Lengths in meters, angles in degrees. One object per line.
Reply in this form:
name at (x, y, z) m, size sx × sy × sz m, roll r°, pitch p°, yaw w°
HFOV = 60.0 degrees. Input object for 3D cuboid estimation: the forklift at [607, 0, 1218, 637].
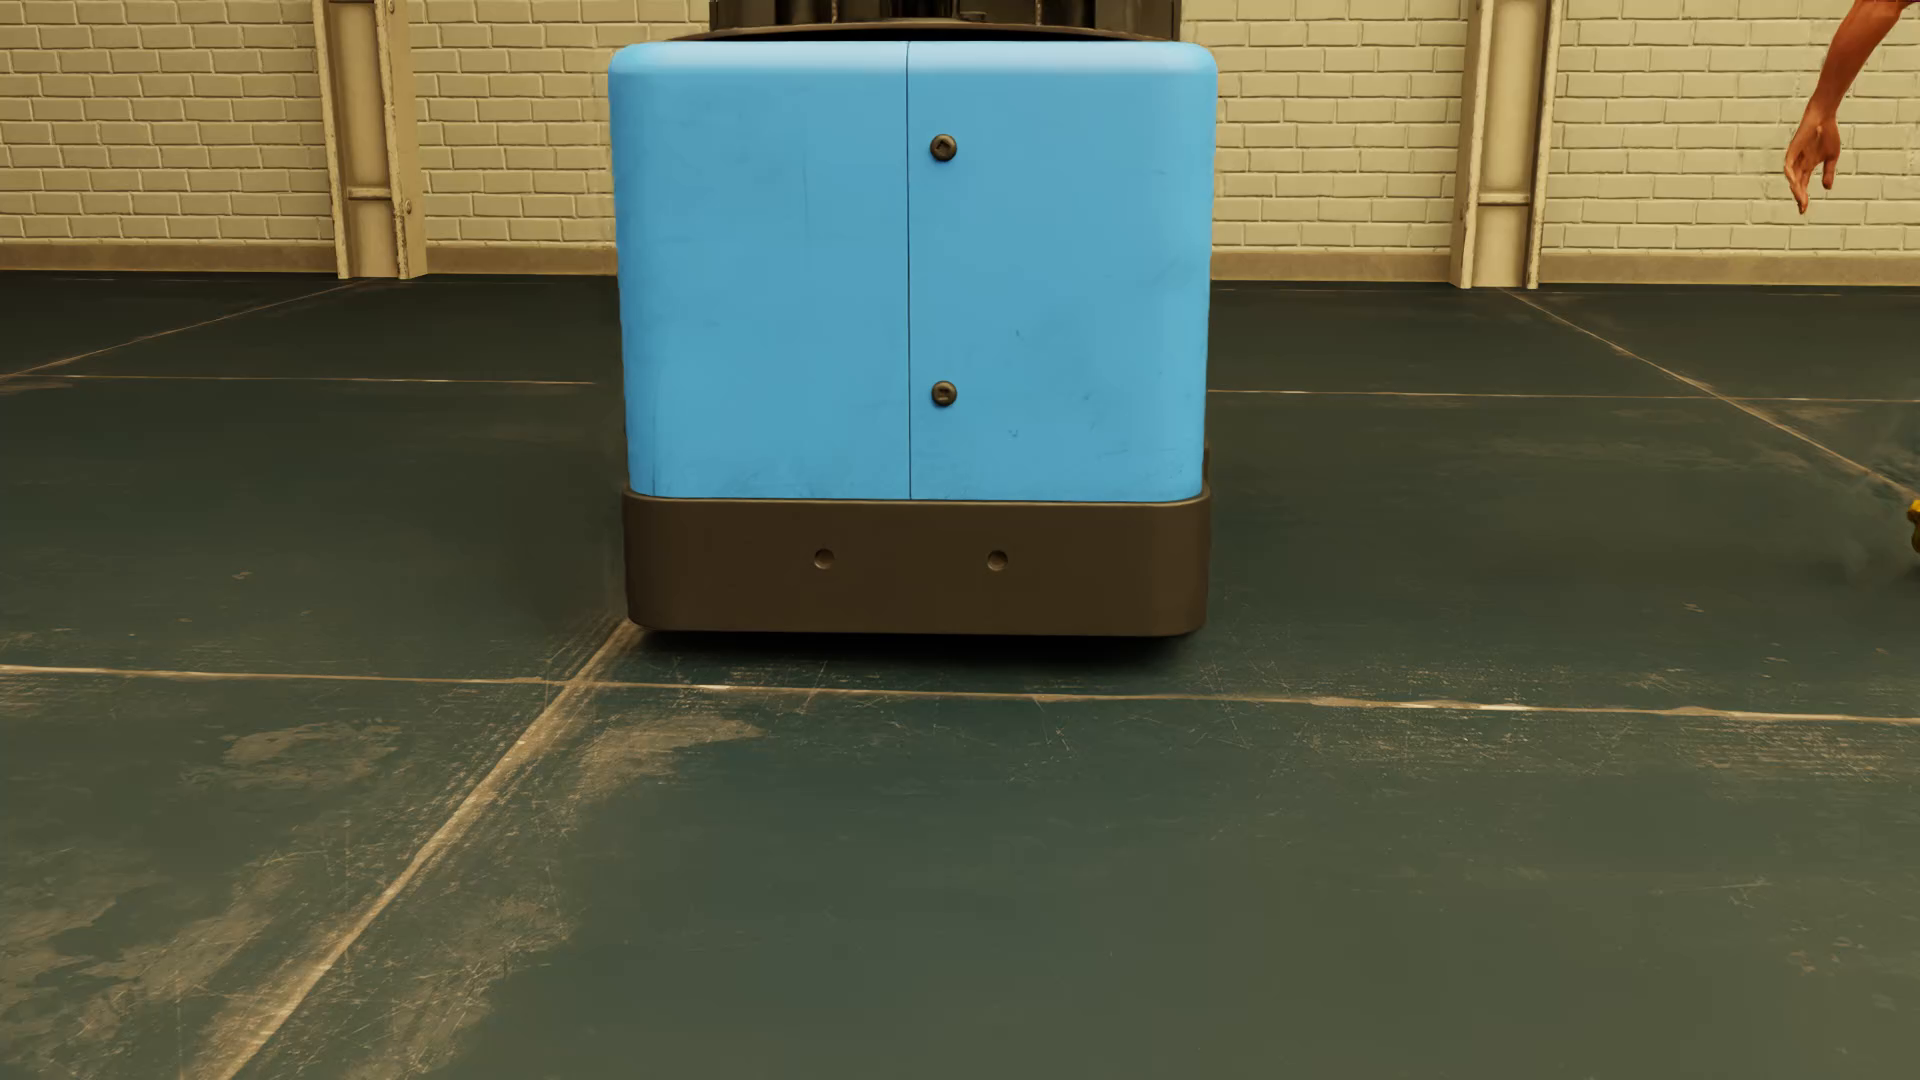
forklift at (-0.025, -1.575, 4.022) m, size 1.130 × 2.935 × 3.031 m, roll 1°, pitch 15°, yaw 2°

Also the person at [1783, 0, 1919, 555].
person at (2.104, -0.676, 3.136) m, size 0.753 × 1.713 × 0.753 m, roll -8°, pitch 17°, yaw -28°
